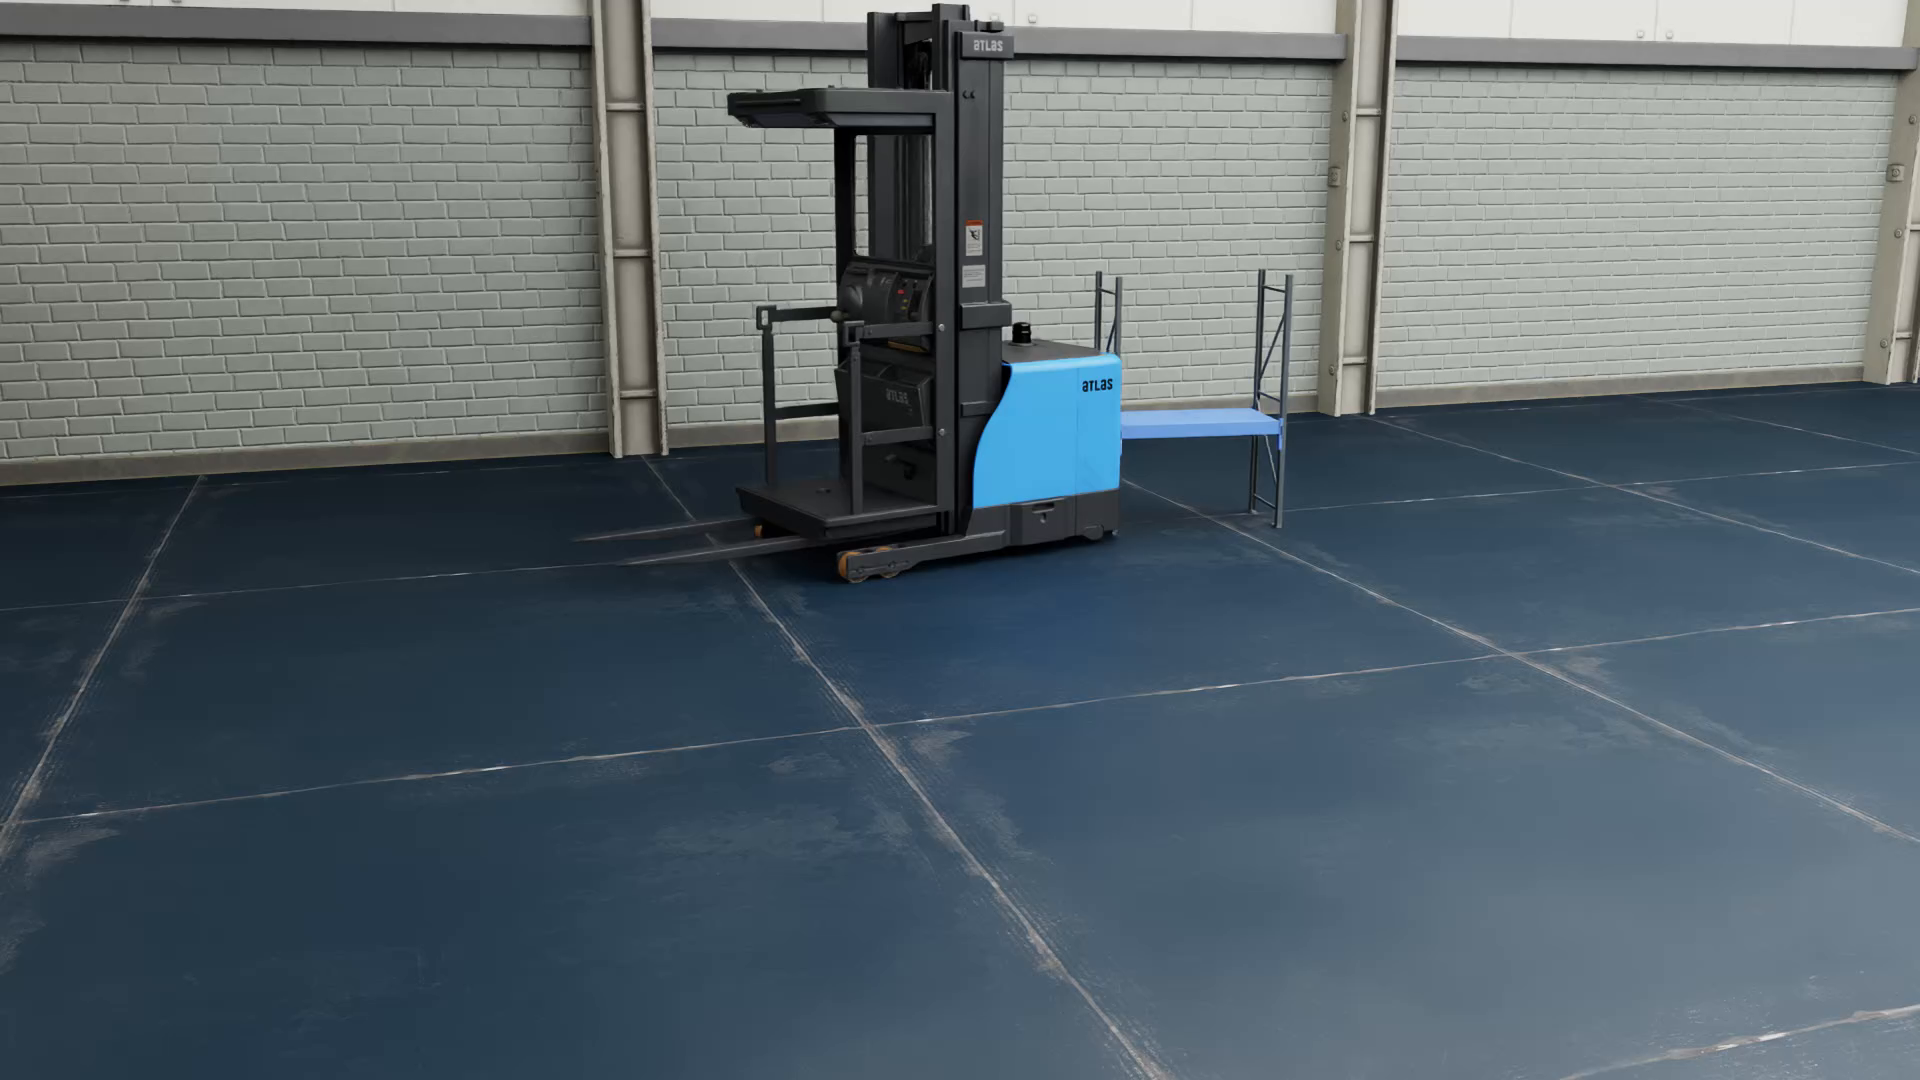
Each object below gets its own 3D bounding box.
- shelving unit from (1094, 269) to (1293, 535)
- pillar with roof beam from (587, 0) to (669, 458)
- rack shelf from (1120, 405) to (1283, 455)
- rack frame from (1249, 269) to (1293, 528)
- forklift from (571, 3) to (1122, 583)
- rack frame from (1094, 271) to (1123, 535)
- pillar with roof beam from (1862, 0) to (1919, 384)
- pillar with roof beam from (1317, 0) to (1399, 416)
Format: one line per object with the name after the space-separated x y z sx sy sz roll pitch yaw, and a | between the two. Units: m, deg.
1.366 -0.838 9.924 1.048 1.500 0.538 -2 14 -10 | shelving unit
-1.015 -4.082 7.358 0.400 9.000 9.100 -4 14 -18 | pillar with roof beam
1.366 -0.663 9.966 1.000 0.185 0.538 -2 14 -10 | rack shelf
1.867 -0.858 10.010 0.032 1.500 0.500 -2 14 -10 | rack frame
-0.584 -1.339 8.939 3.031 2.935 1.130 -8 16 -32 | forklift
0.865 -0.818 9.839 0.032 1.500 0.500 -2 14 -10 | rack frame
10.358 -4.968 11.081 0.400 9.000 9.100 -4 14 -18 | pillar with roof beam
4.671 -4.525 9.220 0.400 9.000 9.100 -4 14 -18 | pillar with roof beam
